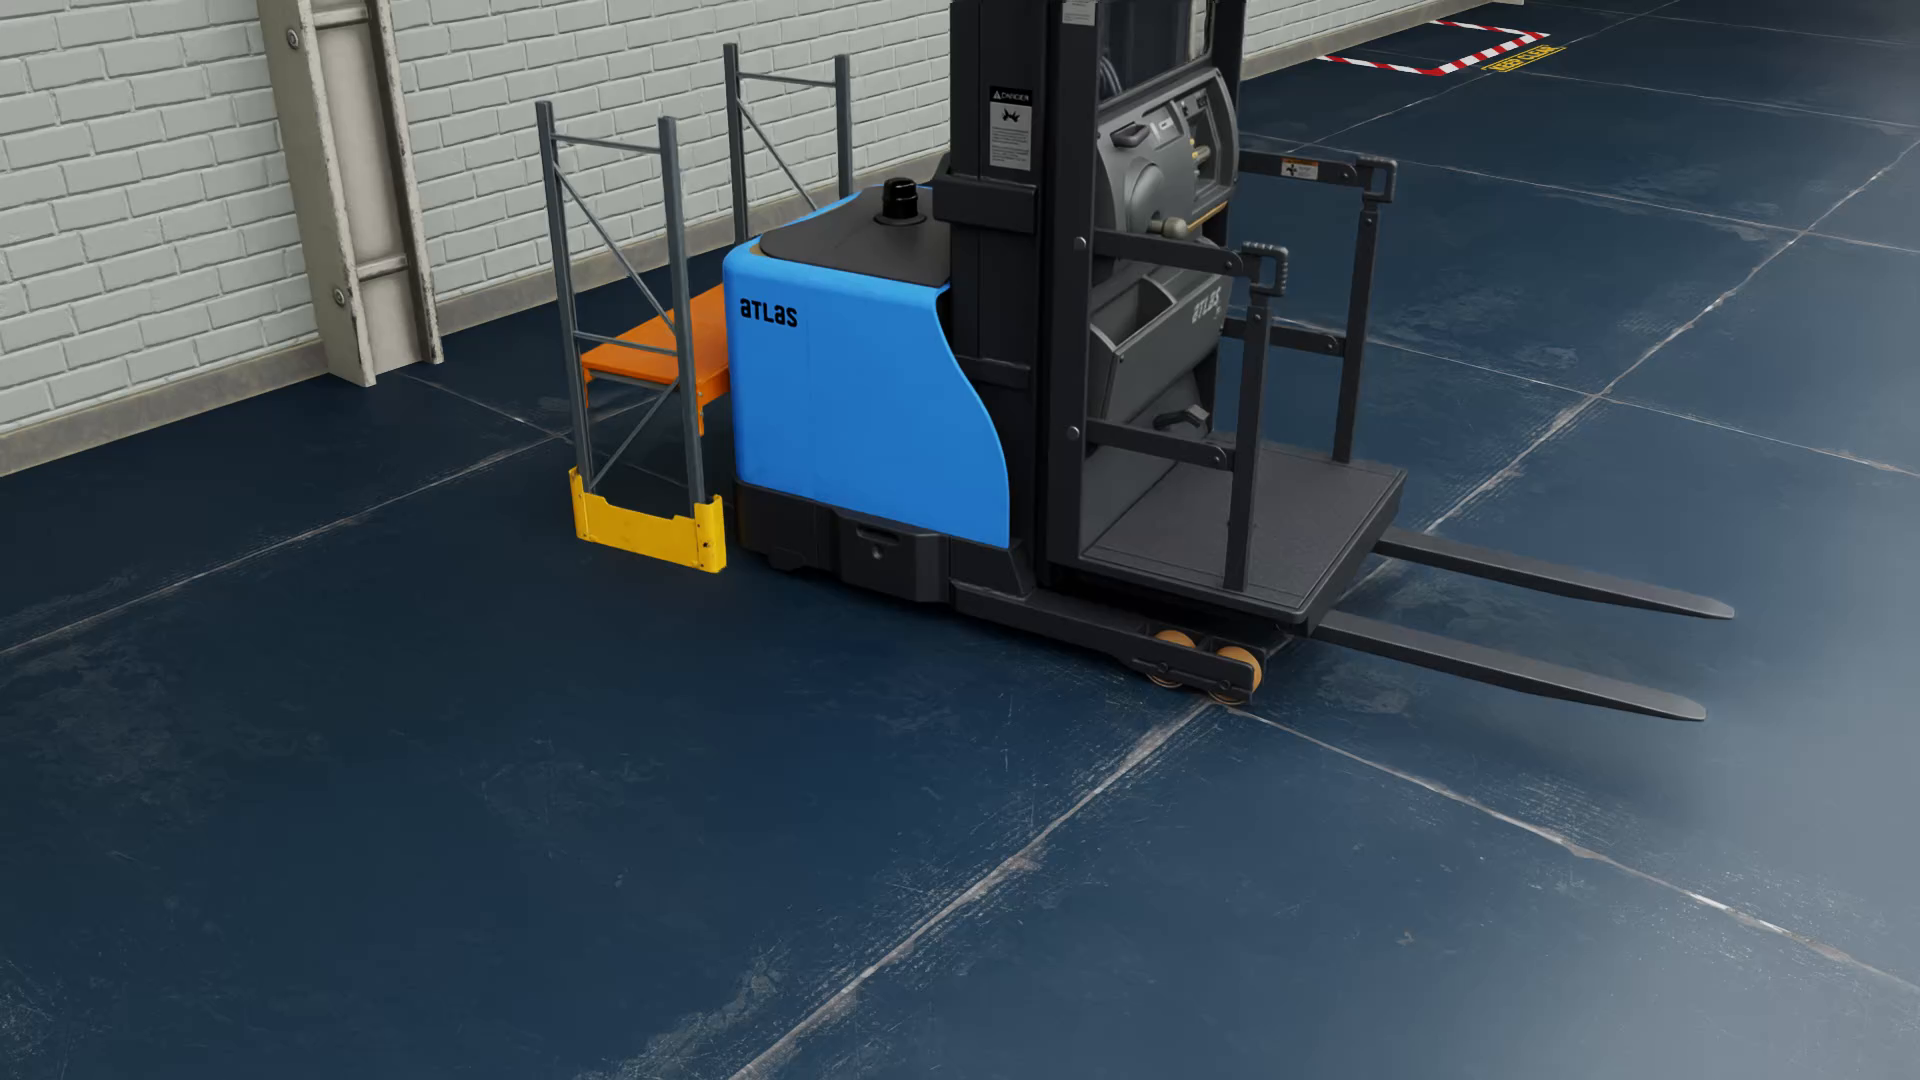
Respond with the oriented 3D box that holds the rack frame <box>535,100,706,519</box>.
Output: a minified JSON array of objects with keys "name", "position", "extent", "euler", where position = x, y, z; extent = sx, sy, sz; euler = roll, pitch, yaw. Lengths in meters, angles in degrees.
[{"name":"rack frame","position":[-1.066,-0.624,5.324],"extent":[0.500,1.500,0.032],"euler":[13,30,24]}]

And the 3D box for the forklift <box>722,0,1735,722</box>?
[{"name":"forklift","position":[0.785,-1.102,4.691],"extent":[3.031,2.935,1.130],"euler":[14,31,25]}]

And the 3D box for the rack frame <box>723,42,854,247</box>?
[{"name":"rack frame","position":[-0.608,-1.041,6.130],"extent":[0.500,1.500,0.032],"euler":[13,30,24]}]

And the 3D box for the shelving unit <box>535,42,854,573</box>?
[{"name":"shelving unit","position":[-0.833,-0.836,5.734],"extent":[0.587,1.500,1.083],"euler":[13,30,24]}]

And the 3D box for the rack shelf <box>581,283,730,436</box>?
[{"name":"rack shelf","position":[-0.837,-0.673,5.809],"extent":[0.538,0.185,1.000],"euler":[13,30,24]}]

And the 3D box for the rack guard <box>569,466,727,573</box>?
[{"name":"rack guard","position":[-1.058,-0.077,5.626],"extent":[0.587,0.250,0.087],"euler":[13,30,24]}]

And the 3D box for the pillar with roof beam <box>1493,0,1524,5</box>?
[{"name":"pillar with roof beam","position":[8.463,-7.749,10.936],"extent":[9.100,9.000,0.400],"euler":[21,34,34]}]

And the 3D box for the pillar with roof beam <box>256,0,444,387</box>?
[{"name":"pillar with roof beam","position":[0.830,-3.495,2.711],"extent":[9.100,9.000,0.400],"euler":[21,34,34]}]

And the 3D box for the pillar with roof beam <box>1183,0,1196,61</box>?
[{"name":"pillar with roof beam","position":[4.646,-5.622,6.824],"extent":[9.100,9.000,0.400],"euler":[21,34,34]}]
